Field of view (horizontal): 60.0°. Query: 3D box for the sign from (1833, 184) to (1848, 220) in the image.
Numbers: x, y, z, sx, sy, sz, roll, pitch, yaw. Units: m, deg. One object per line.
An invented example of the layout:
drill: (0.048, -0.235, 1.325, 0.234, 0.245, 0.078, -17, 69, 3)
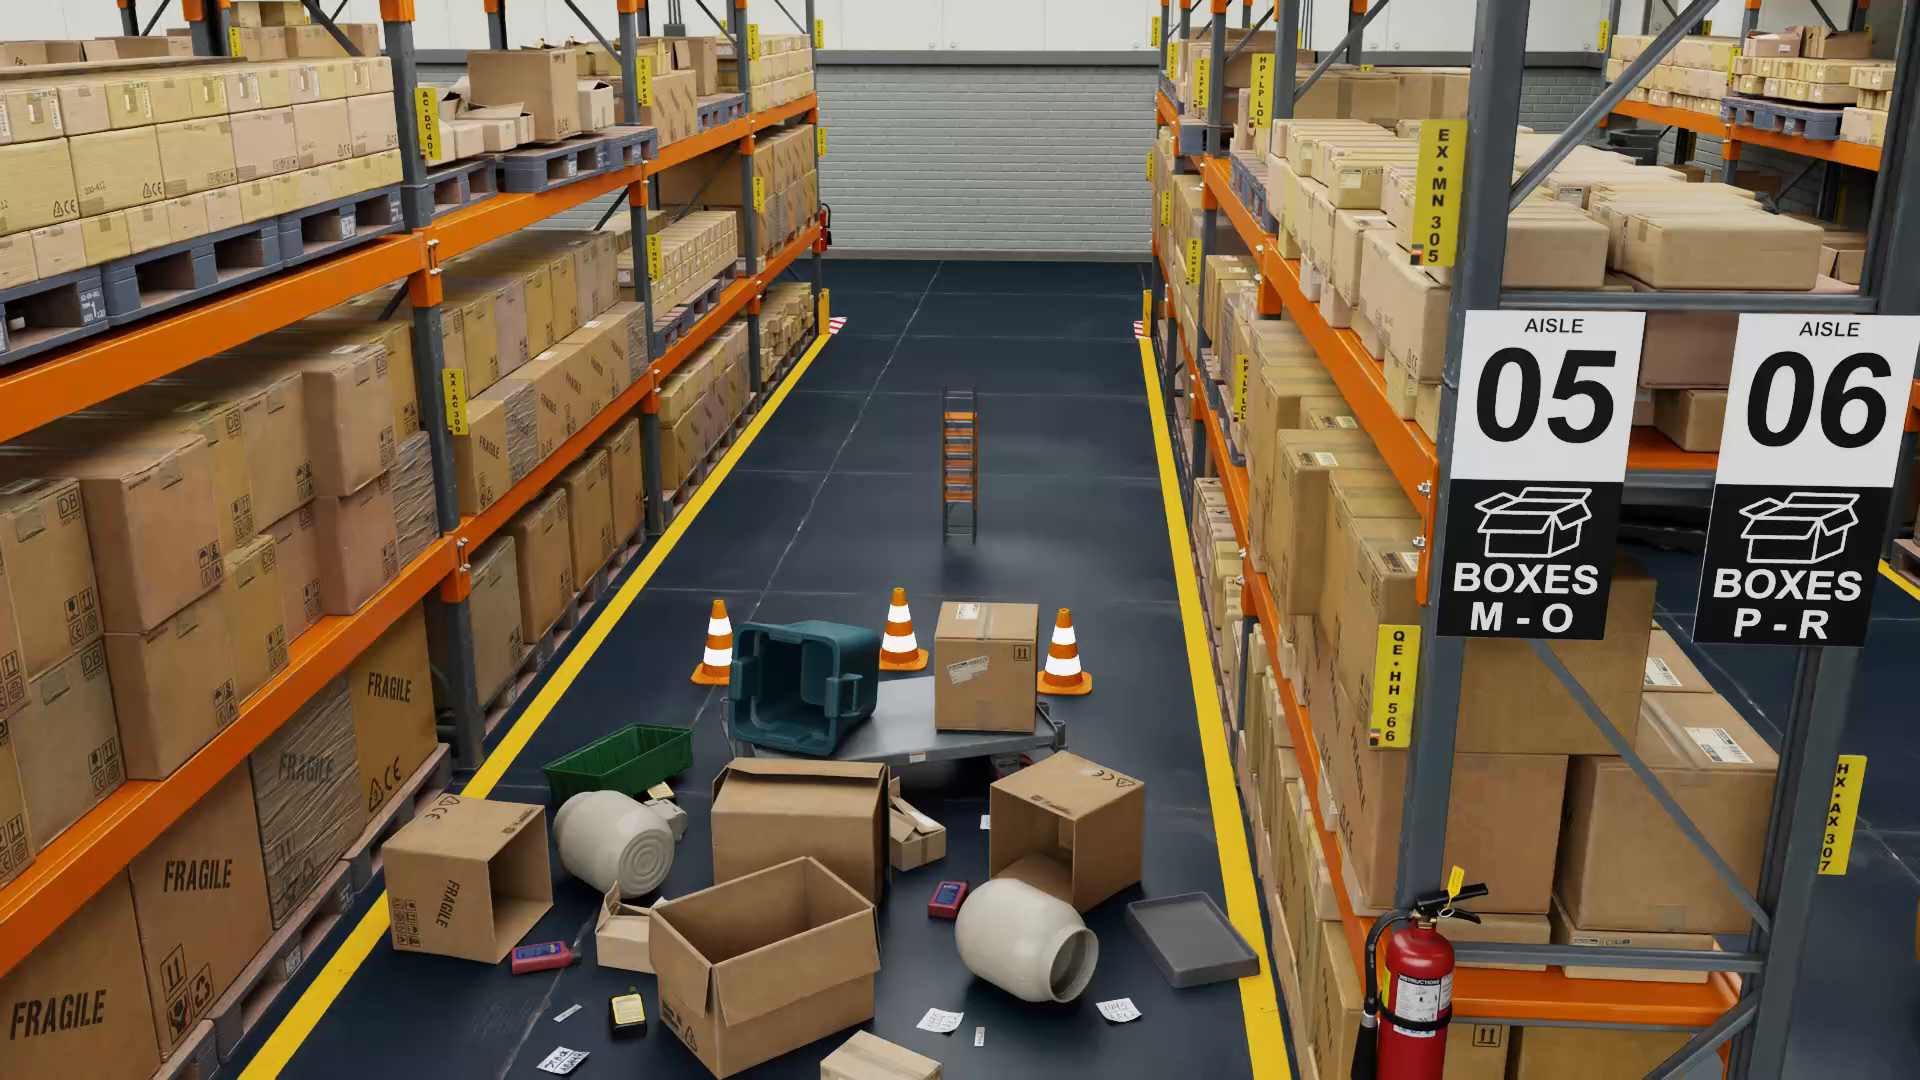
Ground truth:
sign: (7.996, -3.073, 15.125, 0.100, 0.325, 0.005, 1, 18, 4)

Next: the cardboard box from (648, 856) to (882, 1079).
cardboard box: (-0.768, 1.667, 6.526, 0.797, 0.503, 0.637, -13, 22, -34)

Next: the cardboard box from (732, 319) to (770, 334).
cardboard box: (-2.178, -2.198, 17.263, 0.380, 0.149, 0.250, 1, 18, 2)

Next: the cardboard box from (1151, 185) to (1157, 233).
cardboard box: (2.457, -3.791, 19.014, 0.500, 0.500, 0.500, 1, 18, 3)

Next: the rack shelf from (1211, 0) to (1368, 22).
rack shelf: (2.061, -3.099, 9.227, 1.077, 0.370, 4.000, 1, 18, 4)

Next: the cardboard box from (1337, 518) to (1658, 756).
cardboard box: (1.450, 0.256, 4.581, 0.700, 0.500, 0.500, 1, 18, 3)

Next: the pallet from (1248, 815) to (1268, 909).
pallet: (1.905, 1.375, 7.887, 1.003, 0.211, 1.213, 1, 18, 4)

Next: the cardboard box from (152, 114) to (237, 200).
cardboard box: (-2.916, -1.353, 5.845, 0.500, 0.250, 0.500, 1, 18, 4)

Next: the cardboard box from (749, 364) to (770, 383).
cardboard box: (-2.107, -1.674, 16.617, 0.380, 0.149, 0.250, 0, 18, 2)

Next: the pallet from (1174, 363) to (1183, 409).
pallet: (2.624, -1.553, 16.824, 1.003, 0.211, 1.213, 1, 18, 4)

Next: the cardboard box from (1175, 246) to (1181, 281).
cardboard box: (2.106, -2.361, 14.249, 0.500, 0.250, 0.500, 2, 18, 5)

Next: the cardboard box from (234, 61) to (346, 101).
cardboard box: (-2.772, -1.893, 6.854, 0.380, 0.149, 0.250, 1, 18, 4)

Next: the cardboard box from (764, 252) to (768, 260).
cardboard box: (-2.170, -2.934, 16.964, 0.380, 0.149, 0.250, 0, 18, 1)

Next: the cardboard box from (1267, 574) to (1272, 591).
cardboard box: (1.609, 0.131, 7.611, 0.380, 0.149, 0.250, 2, 18, 6)

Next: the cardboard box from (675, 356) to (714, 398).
cardboard box: (-2.365, -1.368, 13.917, 0.500, 0.250, 0.500, 1, 18, 4)

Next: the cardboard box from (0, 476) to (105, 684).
cardboard box: (-3.301, 0.132, 5.227, 0.875, 0.550, 0.550, 1, 18, 4)

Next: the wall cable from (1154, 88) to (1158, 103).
wall cable: (3.159, -6.136, 24.649, 0.585, 1.953, 0.123, 1, 18, 4)

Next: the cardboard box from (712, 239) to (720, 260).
cardboard box: (-2.339, -2.573, 14.708, 0.380, 0.149, 0.250, 1, 18, 2)

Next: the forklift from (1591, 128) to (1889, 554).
forklift: (5.312, -1.480, 12.234, 3.031, 2.935, 1.130, 8, 20, 22)

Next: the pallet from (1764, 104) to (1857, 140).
pallet: (7.254, -3.347, 13.305, 1.213, 0.211, 1.003, 1, 18, 4)

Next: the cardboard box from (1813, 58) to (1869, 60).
cardboard box: (7.541, -4.053, 14.247, 0.380, 0.149, 0.250, 1, 18, 4)

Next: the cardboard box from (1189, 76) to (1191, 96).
cardboard box: (1.954, -3.398, 12.700, 0.396, 0.266, 0.258, 1, 18, 3)

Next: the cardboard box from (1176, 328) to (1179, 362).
cardboard box: (2.707, -2.096, 17.444, 0.875, 0.438, 0.875, 1, 18, 2)

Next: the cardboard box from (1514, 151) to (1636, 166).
cardboard box: (2.097, -1.257, 5.748, 0.380, 0.149, 0.250, 2, 18, 5)

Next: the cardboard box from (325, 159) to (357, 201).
cardboard box: (-2.769, -1.513, 6.973, 0.380, 0.149, 0.250, 2, 18, 5)

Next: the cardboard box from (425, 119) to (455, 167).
cardboard box: (-2.735, -2.029, 8.361, 0.258, 0.266, 0.396, 1, 18, 3)

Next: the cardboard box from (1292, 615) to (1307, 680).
cardboard box: (1.530, 0.252, 6.199, 0.500, 0.500, 0.500, 1, 18, 5)

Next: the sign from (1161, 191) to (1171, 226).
sign: (1.937, -3.105, 15.563, 0.100, 0.325, 0.005, 1, 18, 4)

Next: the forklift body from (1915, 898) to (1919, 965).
forklift body: (4.898, 0.967, 6.019, 2.313, 2.155, 1.214, 1, 18, 4)

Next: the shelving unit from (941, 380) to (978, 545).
shelving unit: (-0.001, -0.566, 12.222, 0.258, 1.200, 0.189, 1, 18, 4)

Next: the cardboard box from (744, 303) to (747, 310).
cardboard box: (-2.553, -2.609, 18.517, 0.380, 0.149, 0.250, 2, 18, 6)

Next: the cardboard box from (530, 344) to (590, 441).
cardboard box: (-2.610, -0.913, 10.231, 0.500, 0.500, 0.500, 2, 18, 5)

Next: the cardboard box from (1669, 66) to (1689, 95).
cardboard box: (7.302, -4.506, 16.302, 0.500, 0.250, 0.500, 2, 18, 5)

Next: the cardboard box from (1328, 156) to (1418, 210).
cardboard box: (1.437, -1.190, 5.544, 0.380, 0.149, 0.250, 2, 18, 5)

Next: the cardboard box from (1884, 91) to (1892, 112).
cardboard box: (6.998, -3.190, 12.125, 0.380, 0.149, 0.250, 1, 18, 4)

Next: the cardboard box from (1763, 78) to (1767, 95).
cardboard box: (7.051, -3.843, 14.085, 0.380, 0.149, 0.250, 1, 18, 4)

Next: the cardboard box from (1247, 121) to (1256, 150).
cardboard box: (2.123, -2.402, 9.952, 0.797, 0.503, 0.637, 1, 18, 4)

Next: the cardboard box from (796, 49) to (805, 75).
cardboard box: (-1.981, -5.249, 18.247, 0.500, 0.250, 0.500, 1, 18, 2)

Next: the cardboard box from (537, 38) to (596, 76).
cardboard box: (-2.948, -3.608, 12.411, 0.396, 0.266, 0.258, 1, 18, 4)

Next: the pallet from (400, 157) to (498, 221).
pallet: (-3.010, -1.859, 8.768, 0.805, 0.209, 1.217, 1, 18, 2)

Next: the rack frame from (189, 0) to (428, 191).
rack frame: (-3.027, -3.089, 7.399, 1.000, 3.000, 0.127, 1, 18, 4)

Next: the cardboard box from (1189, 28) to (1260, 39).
cardboard box: (2.556, -4.785, 16.390, 0.797, 0.503, 0.637, 3, 18, 8)

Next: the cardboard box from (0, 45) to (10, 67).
cardboard box: (-7.708, -3.488, 12.592, 0.797, 0.503, 0.637, 2, 18, 7)

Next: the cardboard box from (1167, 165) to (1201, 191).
cardboard box: (2.250, -3.319, 15.969, 0.500, 0.500, 0.500, 1, 18, 3)

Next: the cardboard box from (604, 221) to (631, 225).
cardboard box: (-2.996, -2.730, 14.711, 0.380, 0.149, 0.250, 1, 18, 3)

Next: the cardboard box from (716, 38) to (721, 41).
cardboard box: (-2.637, -5.010, 16.875, 0.380, 0.149, 0.250, 1, 18, 4)

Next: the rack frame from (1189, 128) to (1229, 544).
rack frame: (2.204, -1.401, 11.883, 1.000, 3.000, 0.127, 1, 18, 4)

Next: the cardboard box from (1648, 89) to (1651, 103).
cardboard box: (7.358, -4.593, 17.208, 0.380, 0.149, 0.250, 1, 18, 3)

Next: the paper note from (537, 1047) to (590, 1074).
paper note: (-1.511, 1.980, 6.335, 0.144, 0.017, 0.142, 8, 20, 23)

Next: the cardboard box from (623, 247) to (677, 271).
cardboard box: (-2.456, -2.224, 13.168, 0.380, 0.149, 0.250, 1, 18, 2)

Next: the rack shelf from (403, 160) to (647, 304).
rack shelf: (-2.884, -1.943, 9.873, 1.077, 0.370, 4.000, 1, 18, 4)

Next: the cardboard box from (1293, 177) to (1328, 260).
cardboard box: (1.536, -1.208, 6.240, 0.500, 0.250, 0.500, 1, 18, 4)

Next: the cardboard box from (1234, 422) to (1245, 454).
cardboard box: (1.698, -0.568, 9.067, 0.380, 0.149, 0.250, 1, 18, 3)

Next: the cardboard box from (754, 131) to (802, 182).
cardboard box: (-2.016, -4.162, 18.065, 0.500, 0.500, 0.500, 2, 18, 7)

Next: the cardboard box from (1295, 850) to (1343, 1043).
cardboard box: (1.462, 1.417, 5.818, 0.500, 0.500, 0.500, 2, 18, 6)

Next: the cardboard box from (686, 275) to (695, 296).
cardboard box: (-2.414, -2.107, 13.765, 0.380, 0.149, 0.250, 2, 18, 5)

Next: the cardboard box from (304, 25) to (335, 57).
cardboard box: (-7.240, -5.331, 18.062, 0.700, 0.500, 0.500, 0, 18, 0)
